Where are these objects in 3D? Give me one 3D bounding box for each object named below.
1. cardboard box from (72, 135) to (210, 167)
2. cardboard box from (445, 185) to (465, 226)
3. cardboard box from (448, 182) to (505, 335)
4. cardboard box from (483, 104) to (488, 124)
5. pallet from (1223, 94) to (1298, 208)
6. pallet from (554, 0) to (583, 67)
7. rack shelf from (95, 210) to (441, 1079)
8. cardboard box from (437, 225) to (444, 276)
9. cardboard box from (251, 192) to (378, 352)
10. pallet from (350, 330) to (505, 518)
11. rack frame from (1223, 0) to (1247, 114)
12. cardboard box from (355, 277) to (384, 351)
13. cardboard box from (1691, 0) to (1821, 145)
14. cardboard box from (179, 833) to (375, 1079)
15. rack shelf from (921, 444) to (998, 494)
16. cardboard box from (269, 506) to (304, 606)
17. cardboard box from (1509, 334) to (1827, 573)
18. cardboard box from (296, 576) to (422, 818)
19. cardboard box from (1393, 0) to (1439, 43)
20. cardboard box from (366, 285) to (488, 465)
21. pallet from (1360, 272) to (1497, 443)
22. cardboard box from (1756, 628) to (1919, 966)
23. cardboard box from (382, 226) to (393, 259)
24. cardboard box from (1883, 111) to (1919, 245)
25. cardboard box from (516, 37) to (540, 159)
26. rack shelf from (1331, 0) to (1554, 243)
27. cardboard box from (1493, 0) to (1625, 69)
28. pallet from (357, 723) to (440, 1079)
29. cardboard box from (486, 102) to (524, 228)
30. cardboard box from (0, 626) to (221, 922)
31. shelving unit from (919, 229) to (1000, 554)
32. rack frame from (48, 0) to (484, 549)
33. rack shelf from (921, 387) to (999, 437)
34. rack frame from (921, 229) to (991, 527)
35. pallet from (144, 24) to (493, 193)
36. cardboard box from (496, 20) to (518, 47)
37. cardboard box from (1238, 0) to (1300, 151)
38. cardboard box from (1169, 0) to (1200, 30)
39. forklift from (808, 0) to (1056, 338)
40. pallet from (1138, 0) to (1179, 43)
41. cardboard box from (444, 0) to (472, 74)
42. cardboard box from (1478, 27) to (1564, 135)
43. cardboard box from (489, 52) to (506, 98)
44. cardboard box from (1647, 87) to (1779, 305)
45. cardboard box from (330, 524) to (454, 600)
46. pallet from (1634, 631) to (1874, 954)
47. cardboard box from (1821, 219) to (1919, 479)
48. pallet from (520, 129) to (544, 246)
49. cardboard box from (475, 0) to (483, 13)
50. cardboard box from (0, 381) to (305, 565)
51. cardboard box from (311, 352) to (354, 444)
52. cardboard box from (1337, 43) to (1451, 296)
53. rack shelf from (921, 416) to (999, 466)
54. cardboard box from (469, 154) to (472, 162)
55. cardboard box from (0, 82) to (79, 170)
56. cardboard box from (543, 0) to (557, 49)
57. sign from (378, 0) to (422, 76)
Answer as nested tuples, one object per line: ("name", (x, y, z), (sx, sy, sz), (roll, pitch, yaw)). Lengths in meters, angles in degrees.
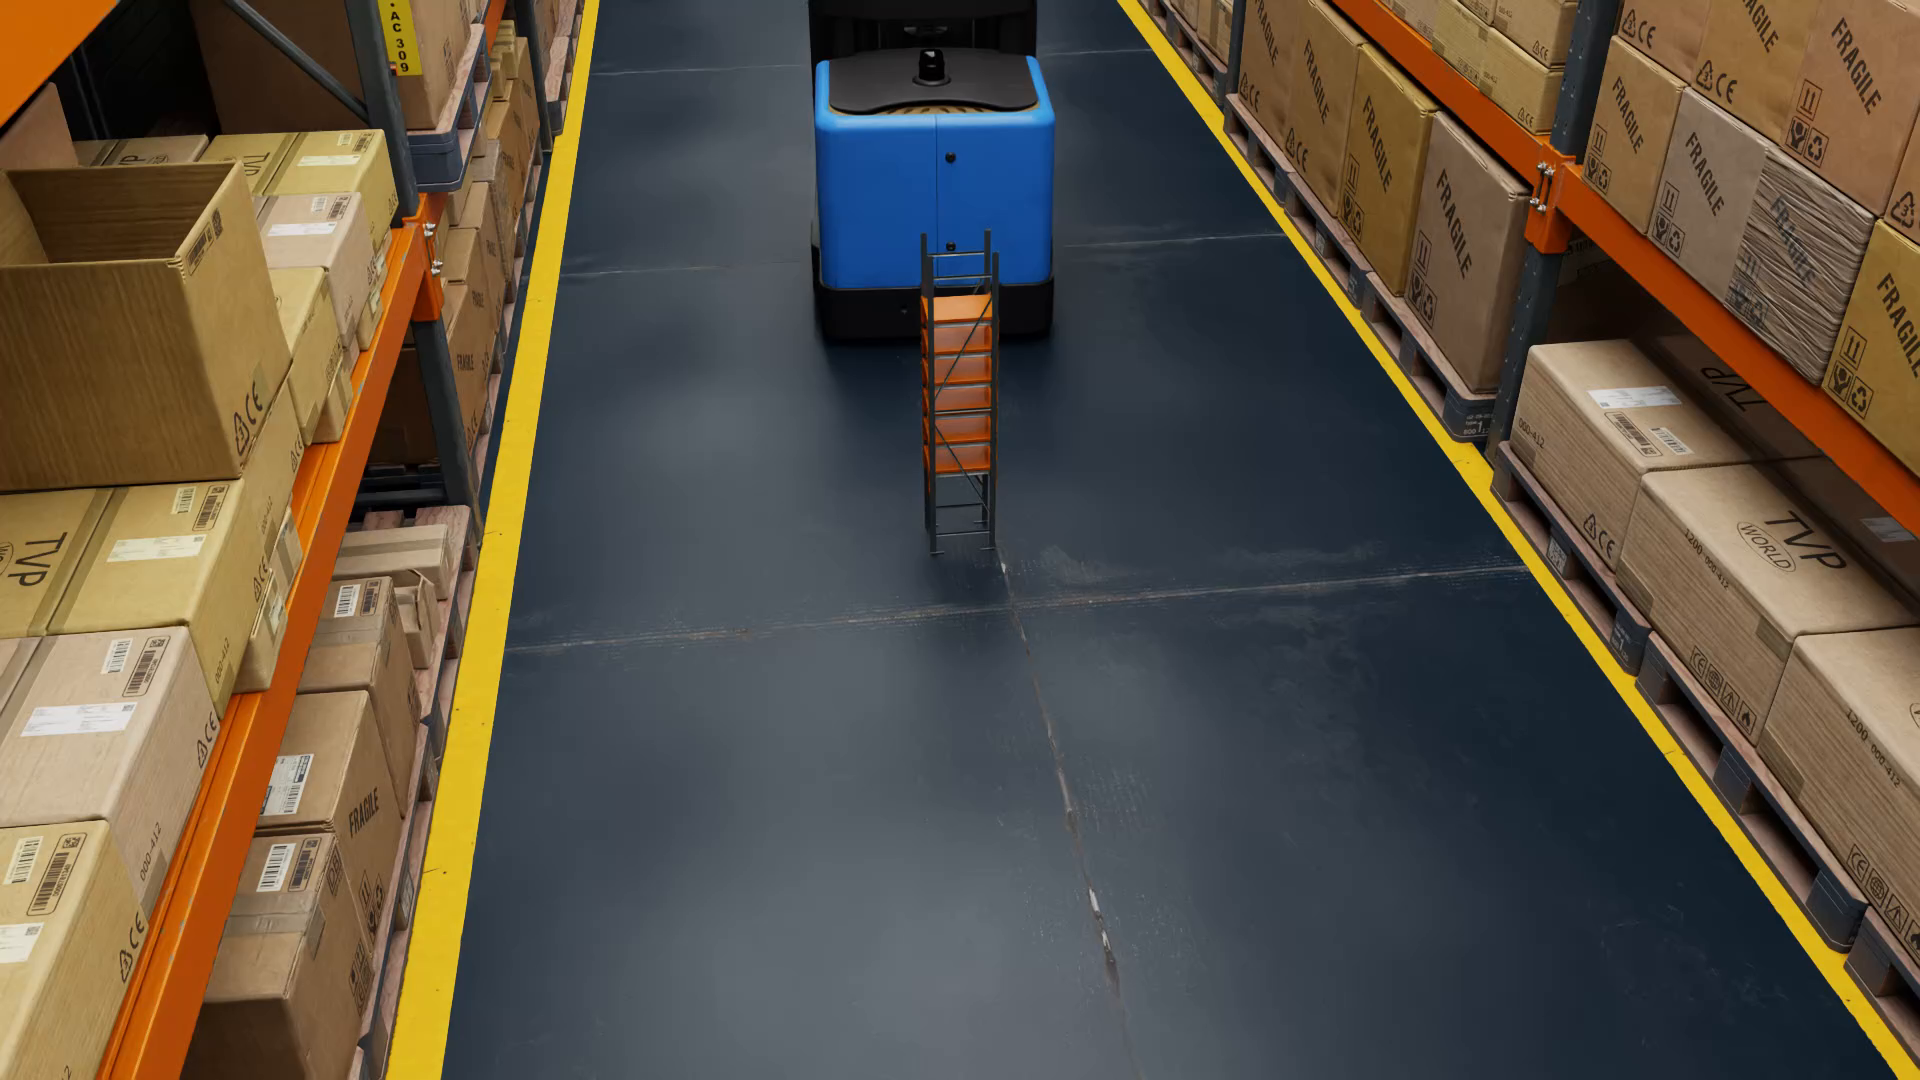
("cardboard box", (-2.492, -0.968, 4.876), (0.500, 0.250, 0.500), (-5, 35, -7))
("cardboard box", (-2.282, -1.418, 6.939), (0.380, 0.149, 0.250), (-4, 35, -6))
("cardboard box", (-2.277, -1.207, 7.204), (0.500, 0.500, 0.500), (-5, 35, -8))
("cardboard box", (-2.428, -1.998, 7.790), (0.380, 0.149, 0.250), (-5, 35, -7))
("pallet", (2.121, -2.216, 9.315), (1.003, 0.211, 1.213), (-4, 35, -6))
("pallet", (-3.062, -3.426, 11.089), (1.003, 0.211, 1.213), (-4, 35, -6))
("rack shelf", (-2.022, 0.209, 3.918), (1.077, 0.370, 4.000), (-4, 35, -6))
("cardboard box", (-2.235, -1.124, 6.507), (0.380, 0.149, 0.250), (-6, 35, -9))
("cardboard box", (-1.899, -0.721, 4.513), (0.500, 0.250, 0.500), (-4, 35, -6))
("pallet", (-2.438, -0.503, 6.801), (1.003, 0.211, 1.213), (-4, 35, -6))
("rack frame", (2.089, -3.814, 9.184), (1.000, 3.000, 0.127), (-4, 35, -6))
("cardboard box", (-1.882, -0.655, 4.770), (0.380, 0.149, 0.250), (-4, 34, -5))
("cardboard box", (2.513, -1.470, 4.767), (0.500, 0.500, 0.500), (-5, 35, -7))
("cardboard box", (-1.818, 1.059, 3.879), (0.700, 0.500, 0.500), (-3, 34, -4))
("rack shelf", (-0.002, -0.269, 6.084), (0.258, 0.103, 0.180), (-4, 35, -6))
("cardboard box", (-1.705, 0.059, 3.722), (0.380, 0.149, 0.250), (-4, 34, -5))
("cardboard box", (2.605, -0.339, 5.985), (0.875, 0.438, 0.875), (-5, 35, -7))
("cardboard box", (-1.957, 0.480, 4.729), (0.700, 0.500, 0.500), (-6, 35, -8))
("cardboard box", (2.201, -2.319, 7.122), (0.500, 0.250, 0.500), (-5, 35, -8))
("cardboard box", (-2.133, -0.632, 6.360), (0.500, 0.500, 0.500), (-3, 34, -4))
("pallet", (2.449, -0.855, 7.317), (1.003, 0.211, 1.213), (-4, 35, -6))
("cardboard box", (2.846, 0.664, 4.514), (0.875, 0.438, 0.875), (-3, 34, -5))
("cardboard box", (-1.998, -0.942, 5.191), (0.380, 0.149, 0.250), (-4, 34, -6))
("cardboard box", (2.636, -0.902, 3.933), (0.500, 0.500, 0.500), (-5, 35, -7))
("cardboard box", (-2.559, -2.357, 8.892), (0.500, 0.500, 0.500), (-3, 34, -5))
("rack shelf", (2.358, -2.401, 7.748), (1.077, 0.370, 4.000), (-4, 35, -6))
("cardboard box", (2.327, -1.954, 6.144), (0.500, 0.250, 0.500), (-4, 35, -6))
("pallet", (-2.032, 1.014, 4.575), (1.003, 0.211, 1.213), (-4, 35, -6))
("cardboard box", (-2.429, -1.785, 8.053), (0.500, 0.500, 0.500), (-3, 34, -4))
("cardboard box", (-1.615, 0.412, 2.851), (0.500, 0.250, 0.500), (-4, 34, -6))
("shelving unit", (-0.002, -0.504, 5.924), (0.258, 1.200, 0.189), (-4, 35, -6))
("rack frame", (-2.291, -1.204, 5.353), (1.000, 3.000, 0.127), (-4, 35, -6))
("rack shelf", (-0.002, -0.467, 5.949), (0.258, 0.103, 0.180), (-4, 35, -6))
("rack frame", (-0.014, -0.555, 5.999), (0.240, 1.200, 0.006), (-4, 35, -6))
("pallet", (-2.290, -1.579, 6.074), (1.003, 0.211, 1.213), (-4, 35, -6))
("cardboard box", (-2.512, -2.589, 8.656), (0.380, 0.149, 0.250), (-6, 35, -9))
("cardboard box", (2.100, -2.718, 9.089), (0.875, 0.875, 0.875), (-5, 35, -7))
("cardboard box", (1.916, -3.629, 10.872), (0.950, 0.372, 0.625), (-5, 35, -7))
("forklift", (-0.192, -2.920, 7.933), (1.130, 2.935, 3.031), (-2, 34, -3))
("pallet", (1.825, -3.778, 11.606), (1.003, 0.211, 1.213), (-4, 35, -6))
("cardboard box", (-2.204, -1.995, 6.052), (0.700, 0.500, 0.500), (-4, 34, -6))
("cardboard box", (2.317, -1.751, 6.290), (0.500, 0.250, 0.500), (-5, 35, -8))
("cardboard box", (-2.452, -2.288, 8.215), (0.380, 0.149, 0.250), (-5, 35, -8))
("cardboard box", (2.494, -1.061, 5.054), (0.500, 0.500, 0.500), (-4, 34, -6))
("cardboard box", (-1.925, 0.089, 5.614), (0.380, 0.149, 0.250), (-5, 35, -8))
("pallet", (2.819, 0.683, 5.061), (1.003, 0.211, 1.213), (-4, 35, -6))
("cardboard box", (2.624, -0.495, 4.224), (0.500, 0.500, 0.500), (-3, 34, -5))
("pallet", (-2.766, -1.865, 8.799), (1.003, 0.211, 1.213), (-4, 35, -6))
("cardboard box", (-2.310, -2.433, 6.695), (0.700, 0.500, 0.500), (-5, 35, -7))
("cardboard box", (-1.776, -0.154, 3.682), (0.500, 0.250, 0.500), (-5, 35, -8))
("cardboard box", (-1.812, -0.366, 4.346), (0.380, 0.149, 0.250), (-5, 35, -7))
("cardboard box", (2.335, -1.721, 7.626), (0.875, 0.875, 0.875), (-3, 34, -5))
("rack shelf", (-0.002, -0.368, 6.017), (0.258, 0.103, 0.180), (-4, 35, -6))
("cardboard box", (-2.378, -1.706, 7.360), (0.380, 0.149, 0.250), (-4, 35, -6))
("cardboard box", (-2.354, -0.724, 3.852), (0.500, 0.500, 0.500), (-5, 35, -8))
("cardboard box", (-2.995, -3.342, 10.226), (0.875, 0.625, 0.625), (-3, 34, -5))
("sign", (-1.754, -1.607, 5.176), (0.100, 0.325, 0.005), (-4, 35, -6))
